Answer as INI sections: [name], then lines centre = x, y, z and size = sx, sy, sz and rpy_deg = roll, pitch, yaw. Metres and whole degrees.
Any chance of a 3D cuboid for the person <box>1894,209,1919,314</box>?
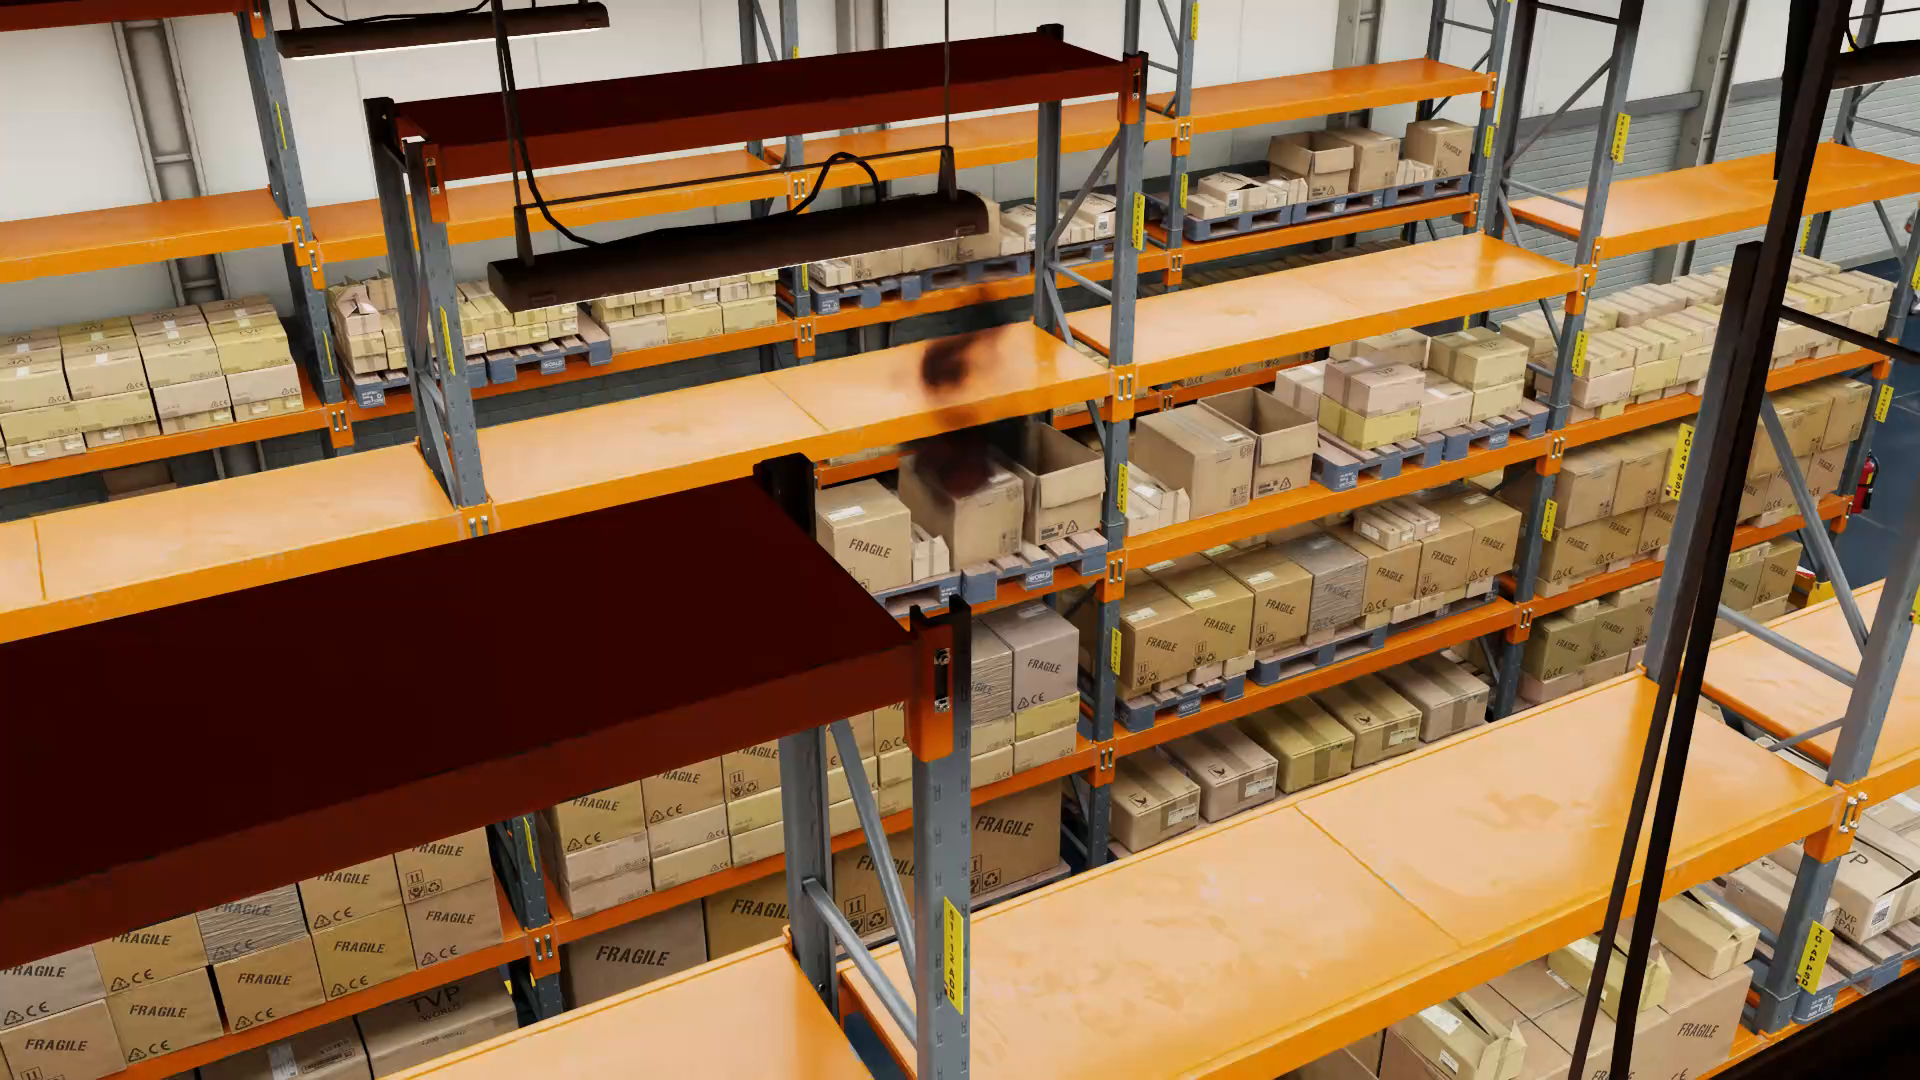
[person]
centre = 12.938, -3.847, 22.358
size = 0.867, 1.776, 0.657
rpy_deg = -14, 31, -25
